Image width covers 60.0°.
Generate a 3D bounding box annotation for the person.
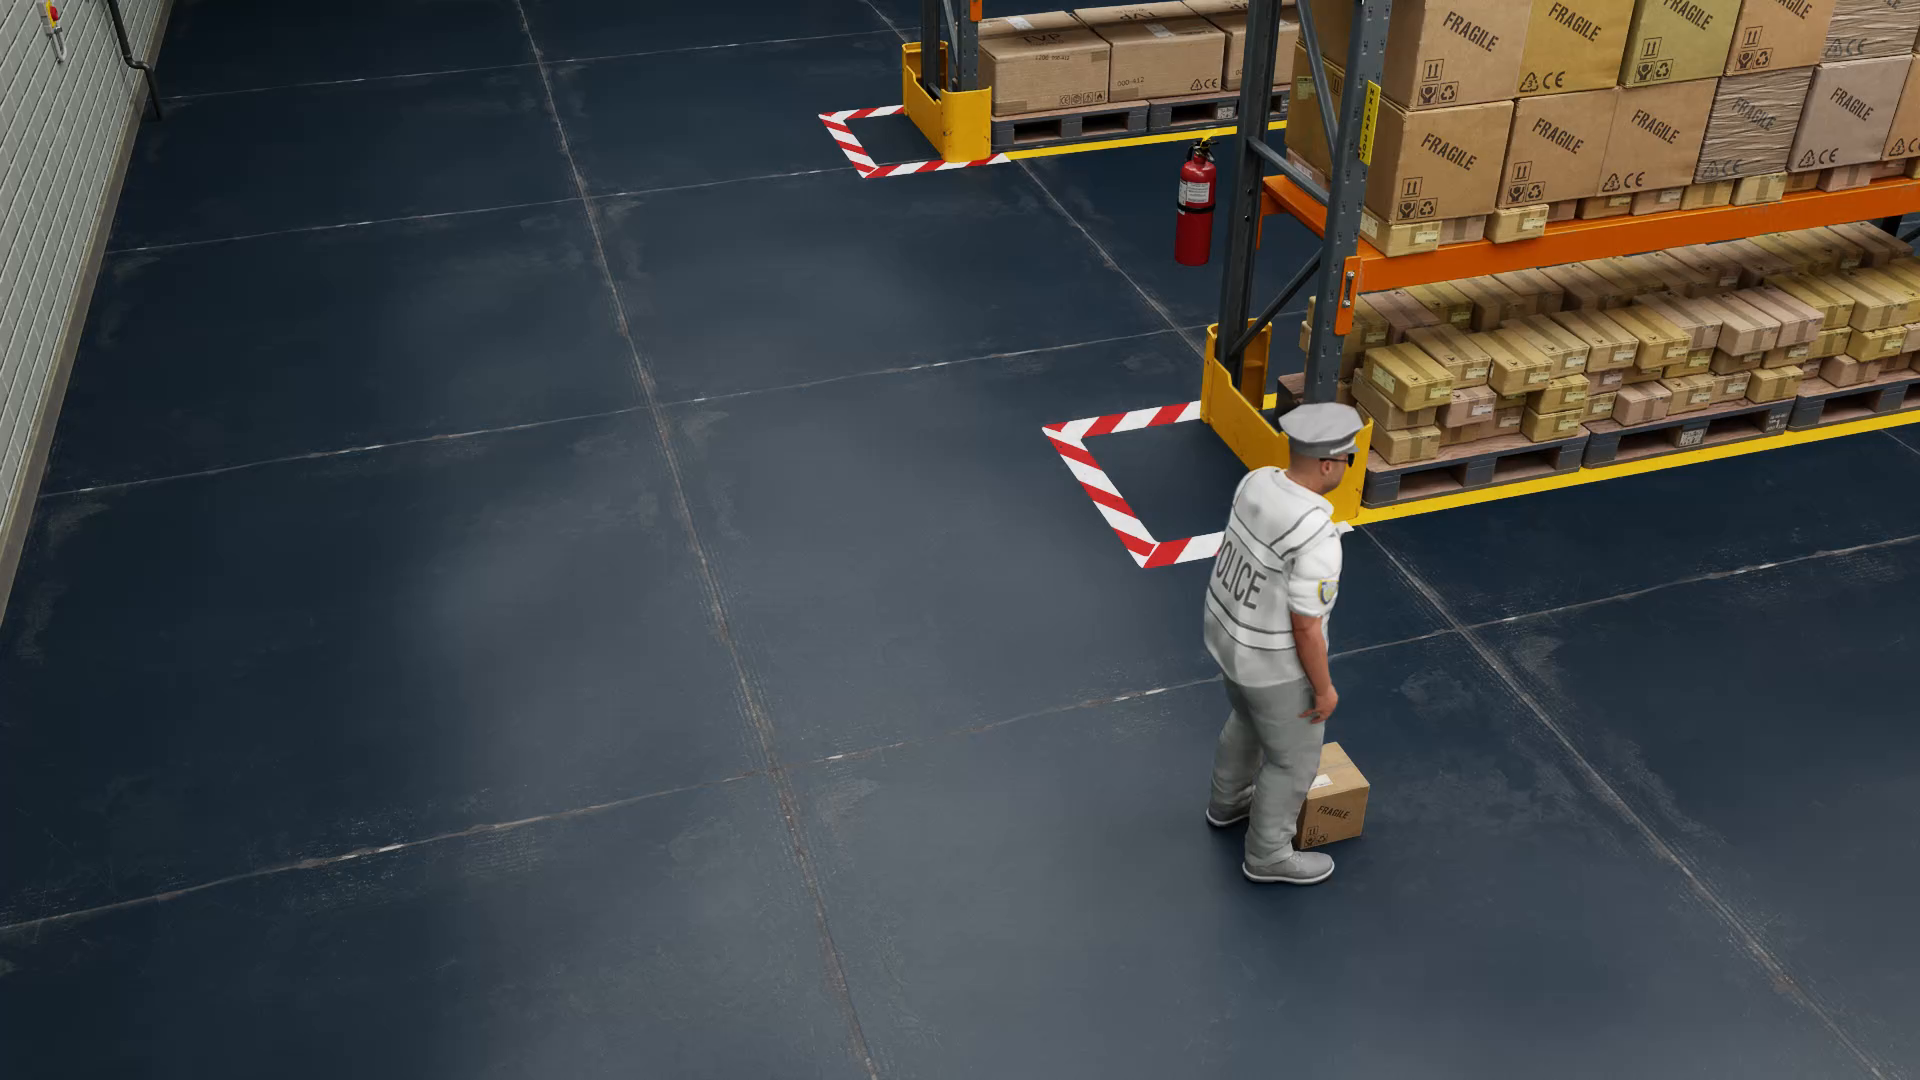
[{"bbox_3d":[1.056,0.361,5.592,0.435,1.748,0.586,-10,35,-14],"label":"person"}]
